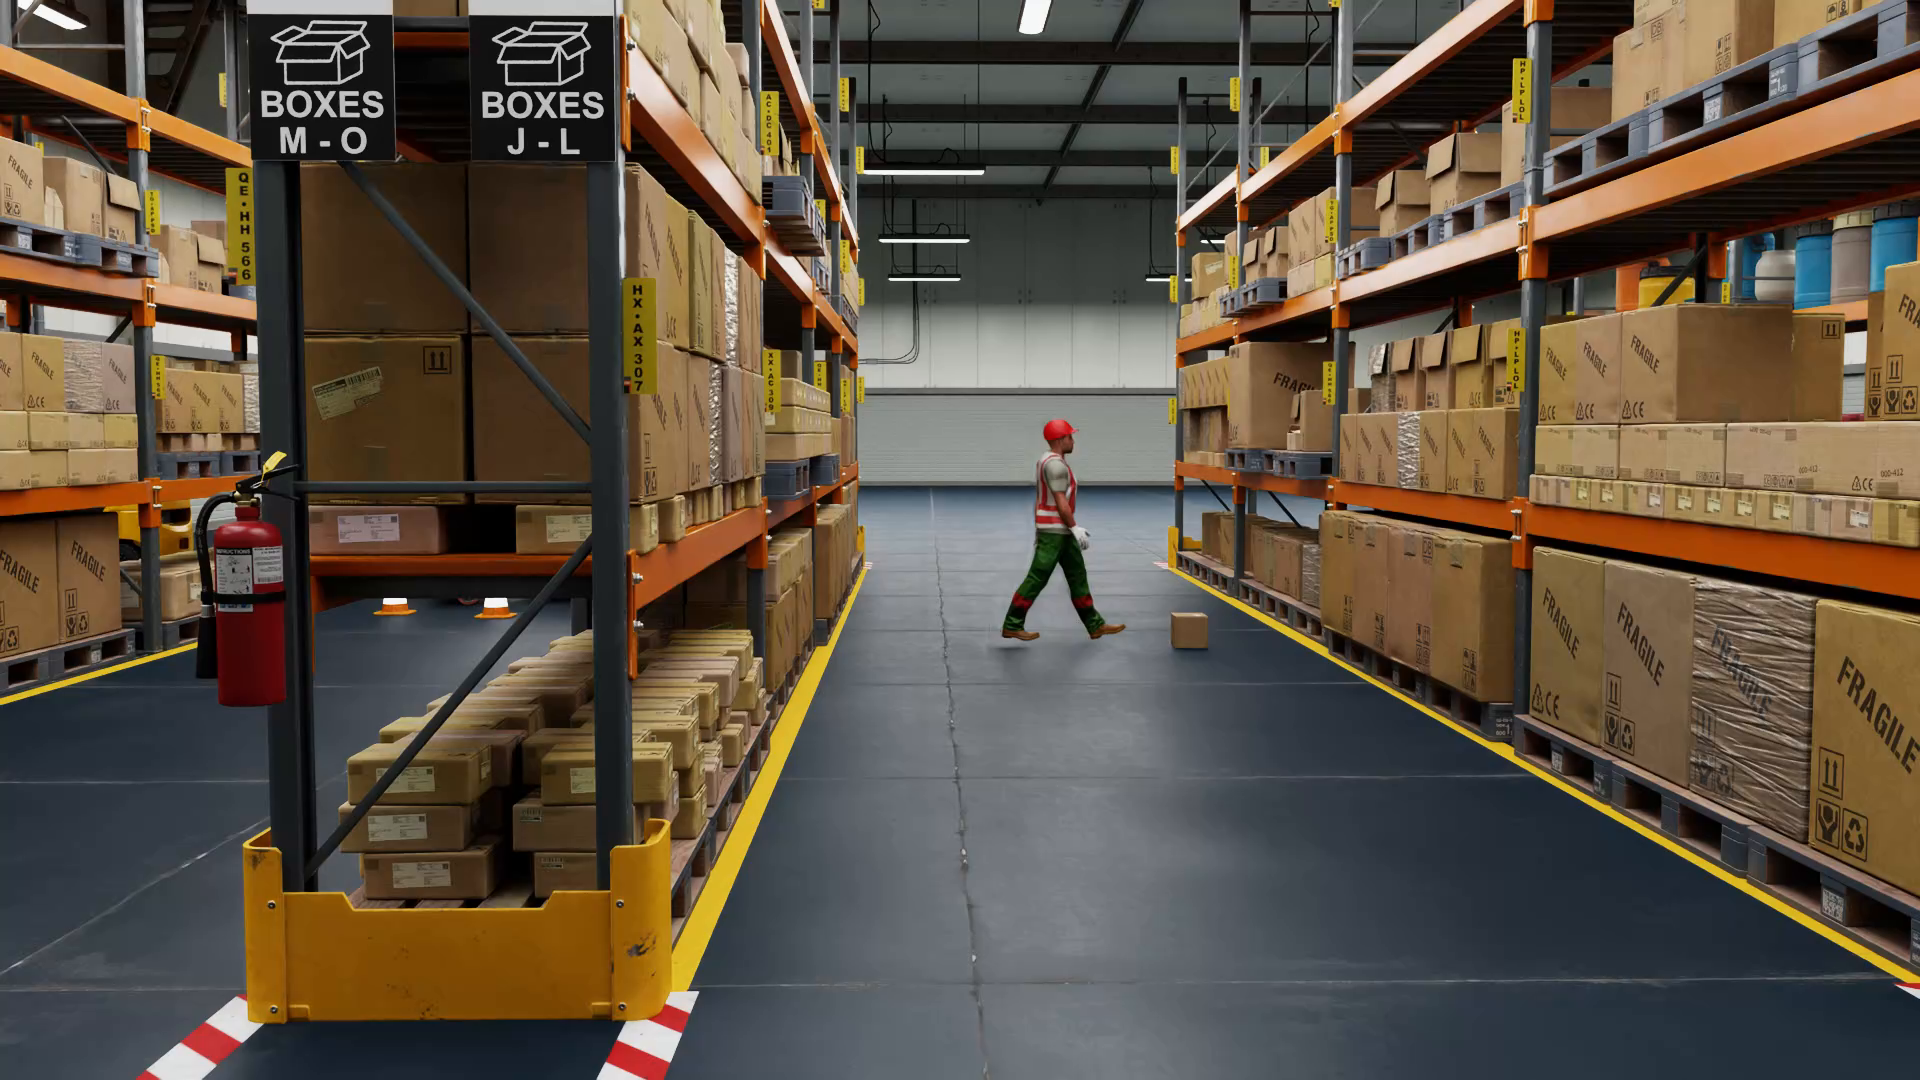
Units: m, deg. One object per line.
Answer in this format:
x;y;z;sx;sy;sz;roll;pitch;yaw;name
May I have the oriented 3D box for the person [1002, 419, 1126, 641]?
0.822;-0.074;13.043;0.989;1.747;0.527;0;4;2;person
